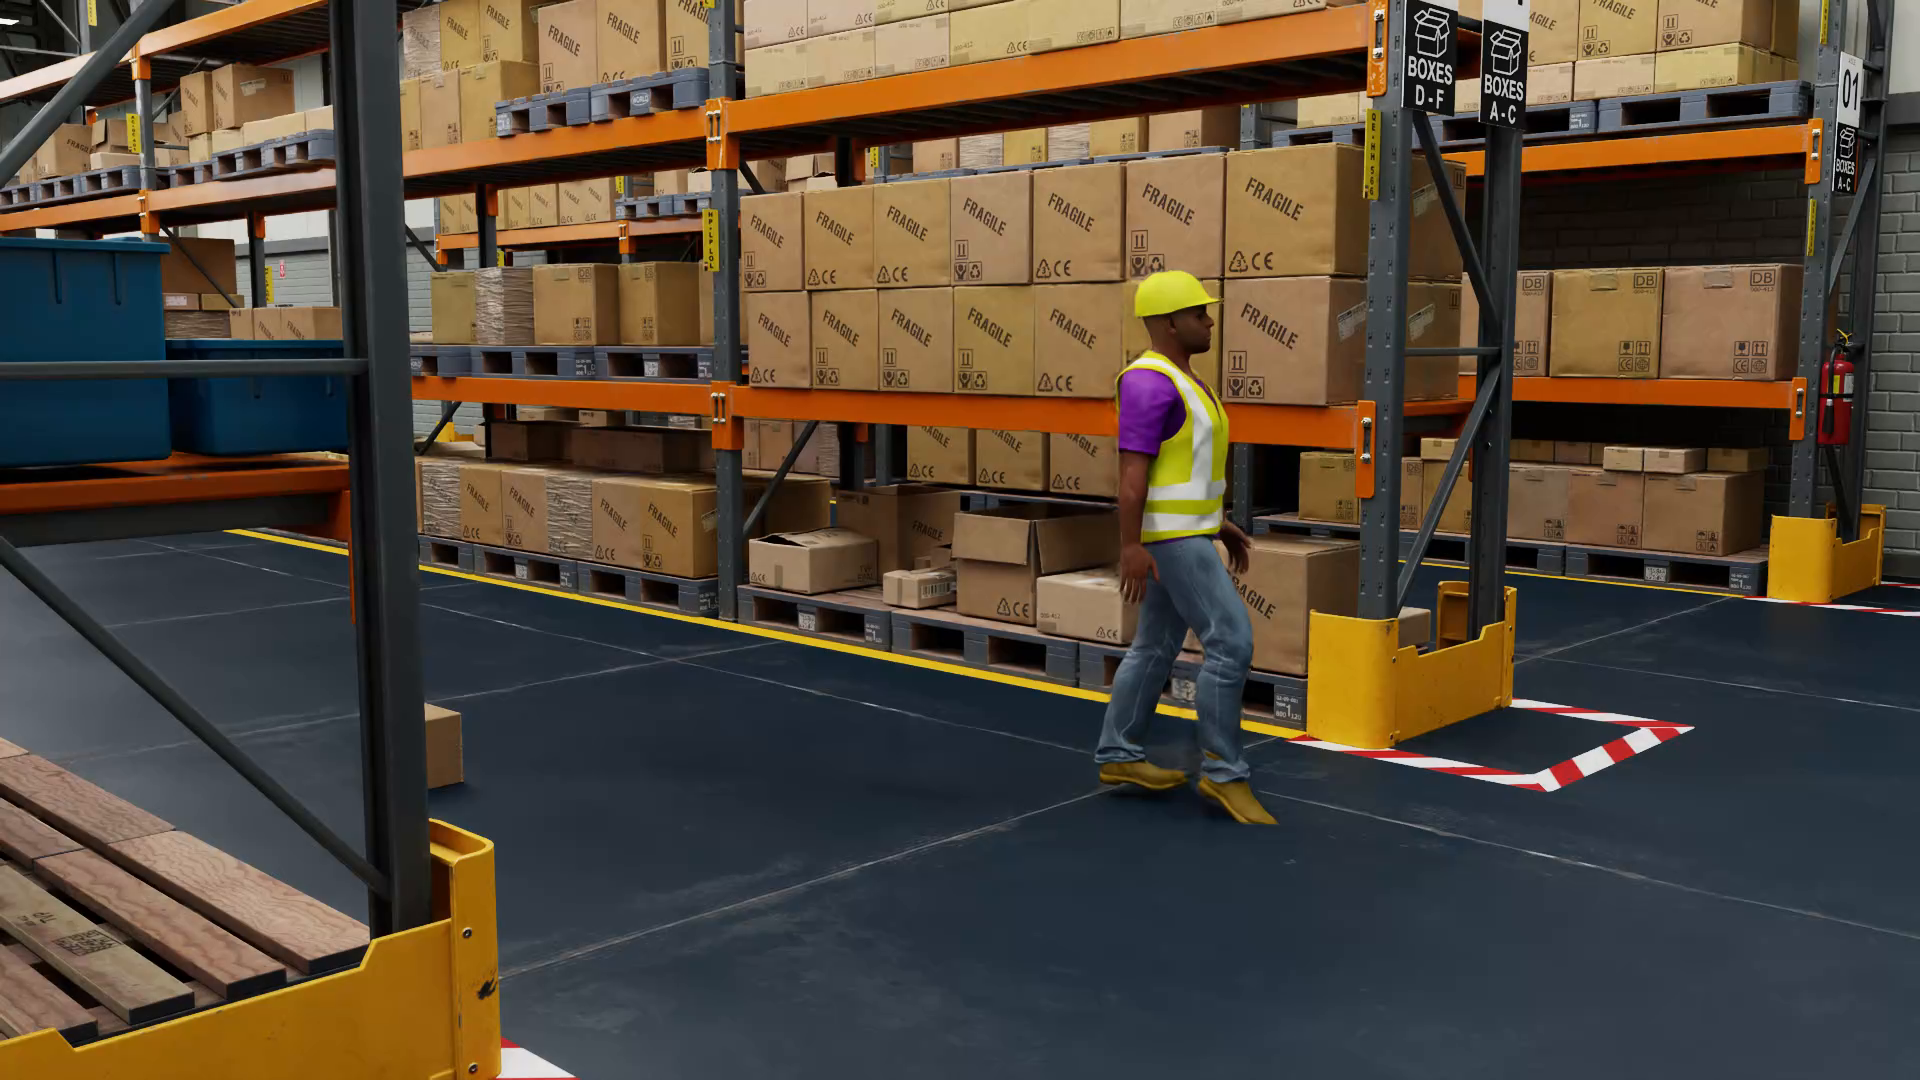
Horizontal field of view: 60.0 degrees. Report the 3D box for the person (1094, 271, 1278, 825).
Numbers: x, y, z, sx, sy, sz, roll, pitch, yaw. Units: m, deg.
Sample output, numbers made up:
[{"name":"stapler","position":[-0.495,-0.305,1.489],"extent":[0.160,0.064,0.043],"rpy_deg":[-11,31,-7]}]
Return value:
[{"name":"person","position":[0.767,0.023,5.537],"extent":[0.646,1.818,0.609],"rpy_deg":[2,7,16]}]
